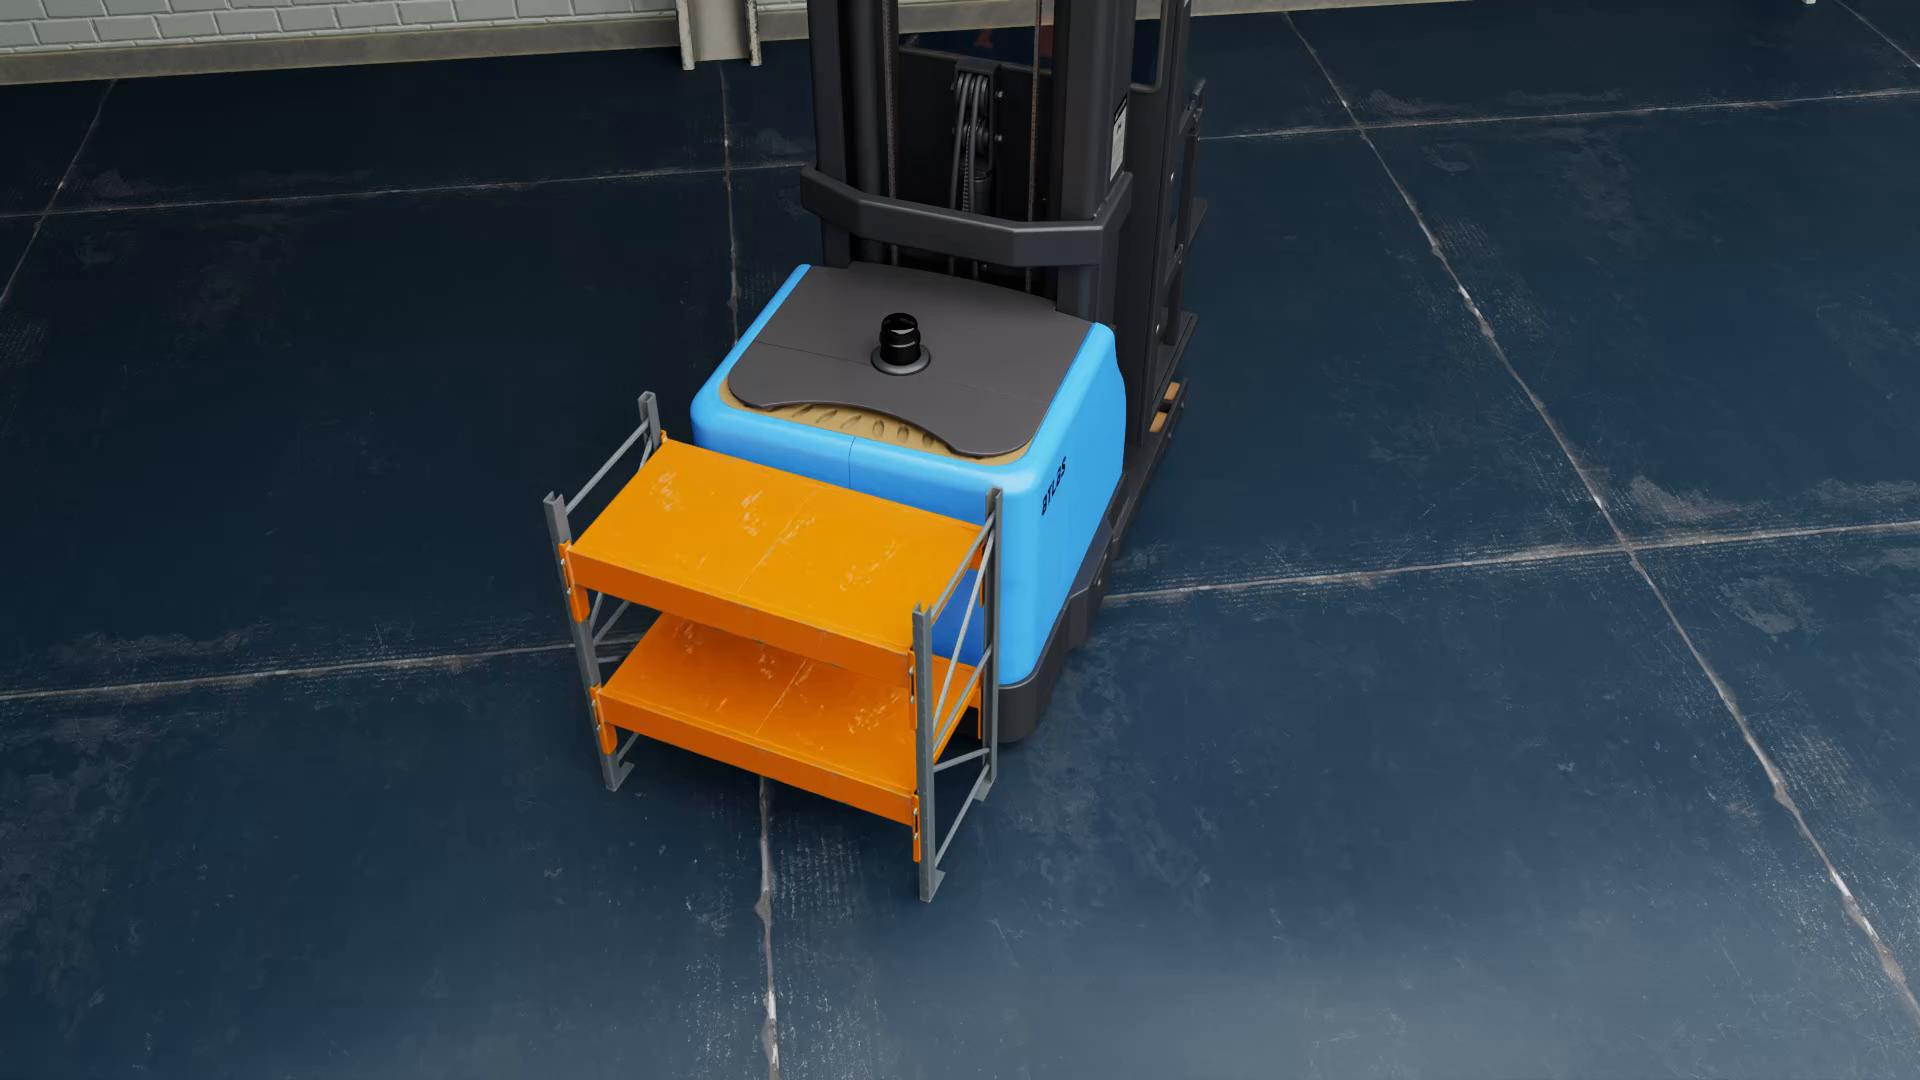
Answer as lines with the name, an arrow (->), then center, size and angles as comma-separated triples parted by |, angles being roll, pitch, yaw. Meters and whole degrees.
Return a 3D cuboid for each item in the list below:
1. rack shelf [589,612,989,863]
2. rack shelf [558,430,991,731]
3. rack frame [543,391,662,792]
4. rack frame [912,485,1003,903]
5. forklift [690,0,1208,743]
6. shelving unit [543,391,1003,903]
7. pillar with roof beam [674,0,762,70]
rack shelf -> -0.470, 0.485, 4.738 | 1.000, 0.278, 0.538 | 16, 44, 17
rack shelf -> -0.470, 0.086, 4.378 | 1.000, 0.278, 0.538 | 16, 44, 17
rack frame -> -0.938, 0.170, 4.721 | 0.032, 1.125, 0.500 | 16, 44, 17
rack frame -> -0.001, 0.436, 4.427 | 0.032, 1.125, 0.500 | 16, 44, 17
forklift -> 0.210, -1.481, 5.203 | 1.130, 2.935, 3.031 | 14, 44, 15
shelving unit -> -0.470, 0.303, 4.574 | 1.048, 1.125, 0.538 | 16, 44, 17
pillar with roof beam -> -0.662, -2.970, 2.324 | 0.400, 9.000, 9.100 | -5, 42, -6
